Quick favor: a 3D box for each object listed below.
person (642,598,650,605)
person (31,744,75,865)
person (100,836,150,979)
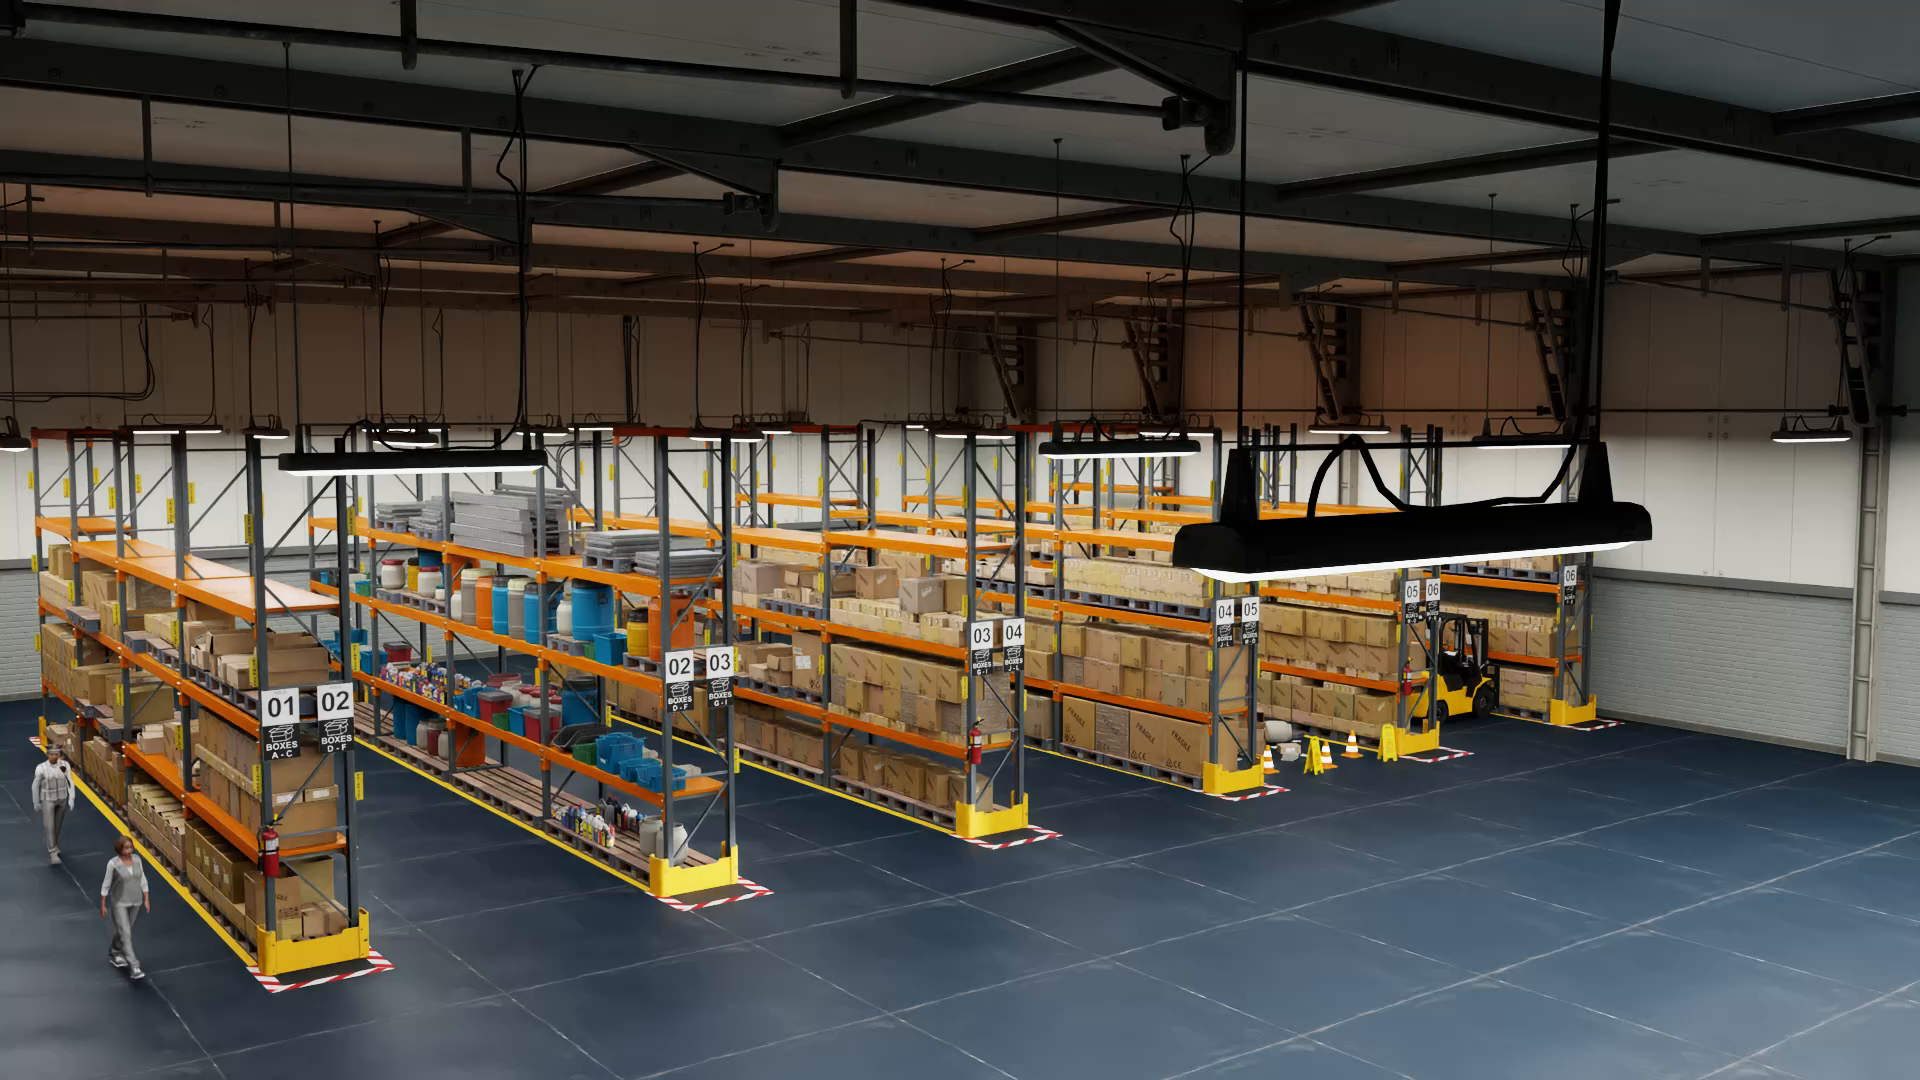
[{"bbox_3d":[-7.754,2.257,41.097,0.534,1.661,1.069,-3,5,-34],"label":"person"},{"bbox_3d":[-12.686,3.660,23.346,0.941,1.628,0.497,4,6,40],"label":"person"},{"bbox_3d":[-9.295,4.074,18.594,0.969,1.543,0.439,2,5,29],"label":"person"}]
